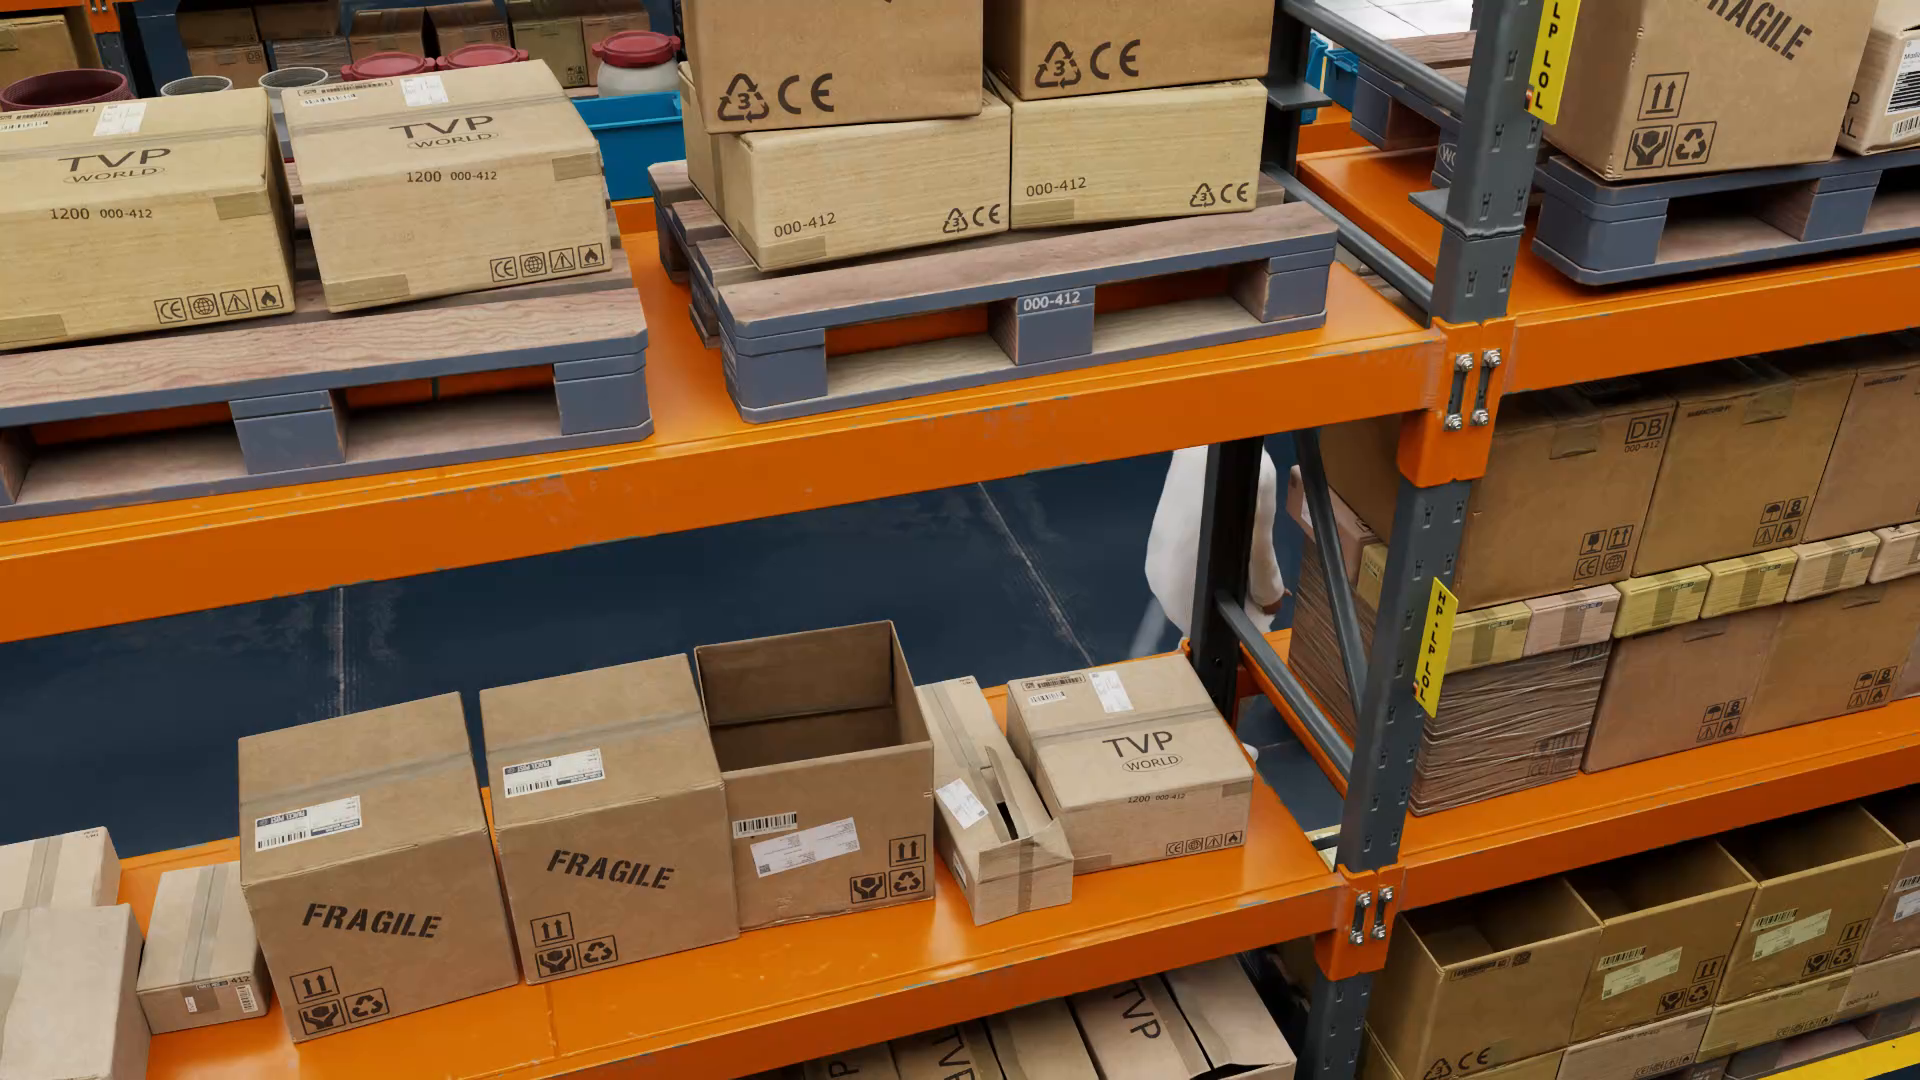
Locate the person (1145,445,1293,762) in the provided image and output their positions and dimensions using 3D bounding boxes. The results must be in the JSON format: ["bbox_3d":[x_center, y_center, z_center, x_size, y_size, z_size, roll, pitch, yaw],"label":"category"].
[{"bbox_3d":[0.936,0.102,6.122,0.522,1.653,0.611,-9,35,-13],"label":"person"}]
